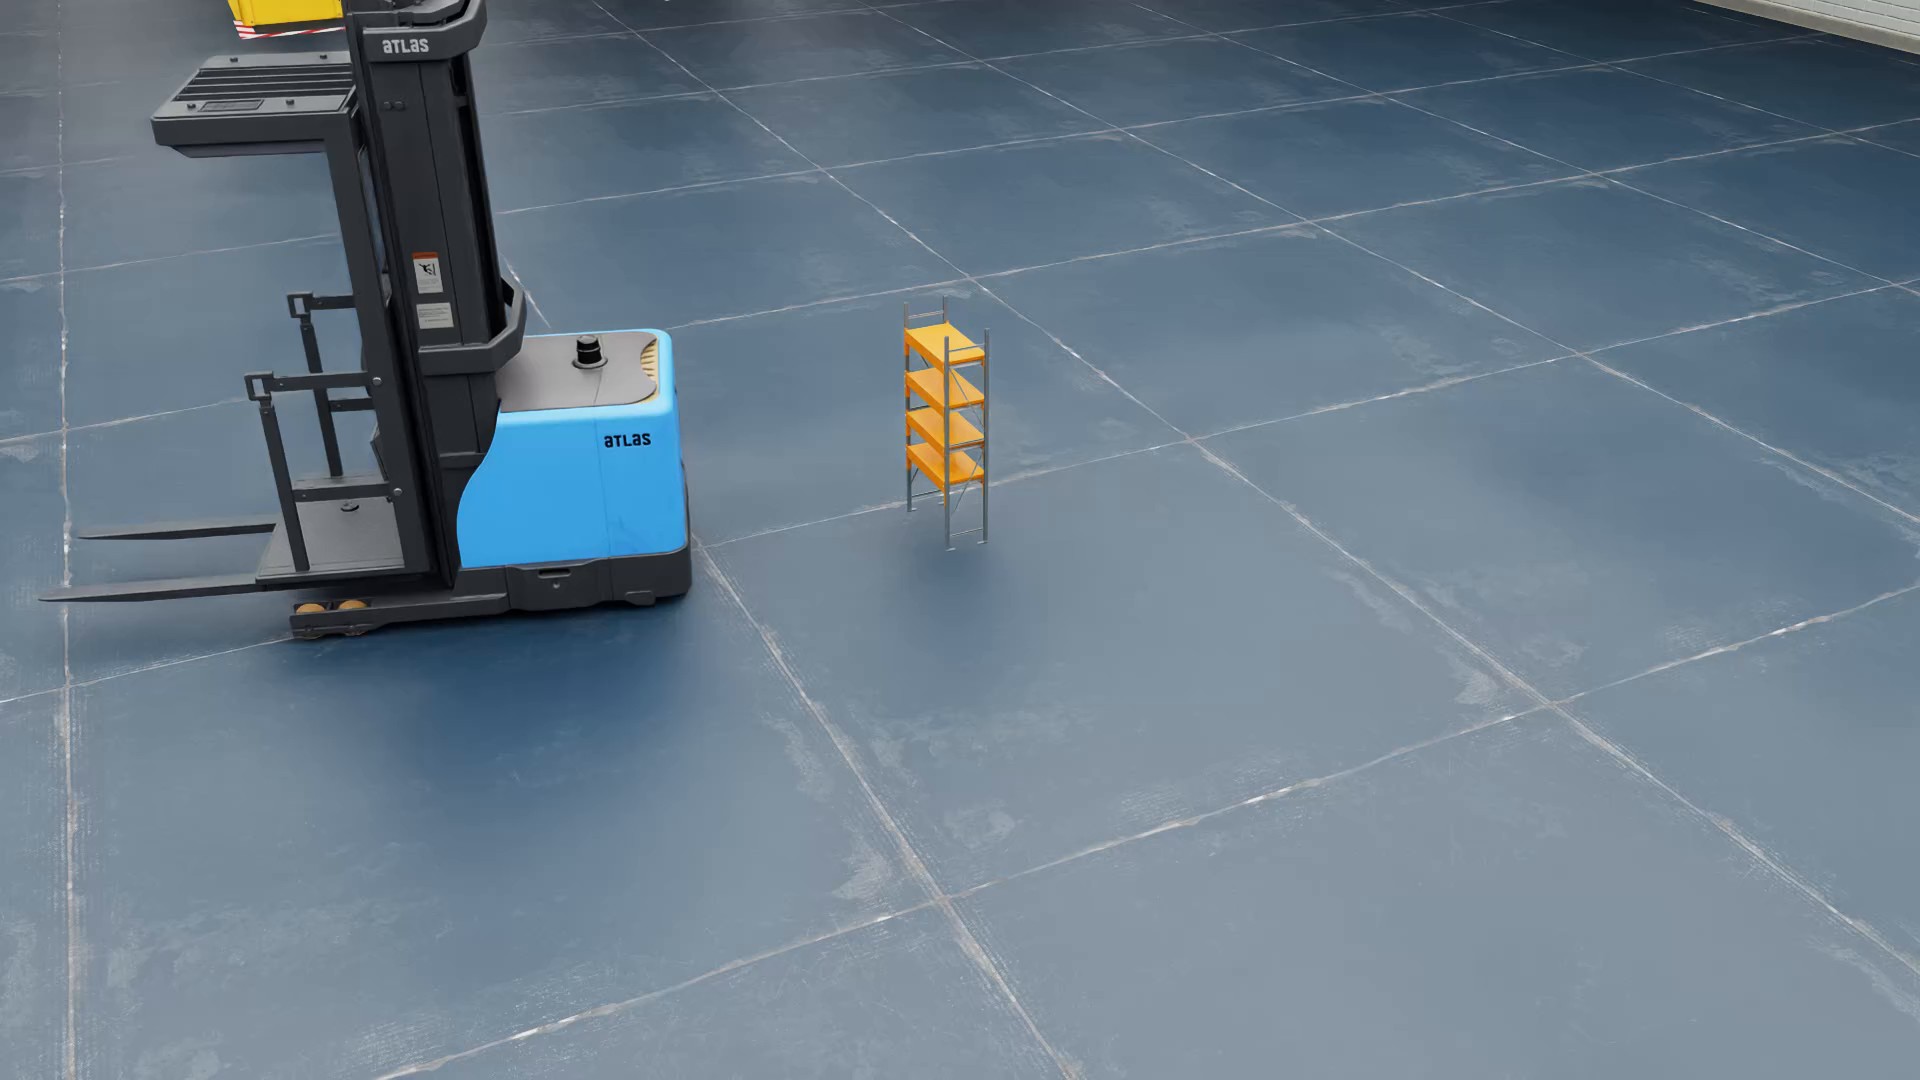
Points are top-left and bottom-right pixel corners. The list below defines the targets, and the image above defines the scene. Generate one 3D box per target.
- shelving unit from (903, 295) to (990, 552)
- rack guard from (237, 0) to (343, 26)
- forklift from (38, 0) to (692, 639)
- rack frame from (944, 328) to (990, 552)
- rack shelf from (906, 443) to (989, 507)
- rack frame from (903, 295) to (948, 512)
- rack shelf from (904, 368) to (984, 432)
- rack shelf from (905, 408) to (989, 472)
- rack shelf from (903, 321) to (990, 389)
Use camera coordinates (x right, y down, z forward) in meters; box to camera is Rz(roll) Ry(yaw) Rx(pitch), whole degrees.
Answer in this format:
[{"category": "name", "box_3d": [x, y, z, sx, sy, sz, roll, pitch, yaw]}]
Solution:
[{"category": "shelving unit", "box_3d": [-0.071, -0.596, 8.587, 0.258, 1.200, 0.503, -13, 32, -22]}, {"category": "rack guard", "box_3d": [-7.934, -6.433, 19.711, 1.175, 0.500, 0.348, -13, 32, -22]}, {"category": "forklift", "box_3d": [-2.887, -1.085, 7.688, 3.031, 2.935, 1.130, -5, 30, -8]}, {"category": "rack frame", "box_3d": [0.034, -0.489, 8.395, 0.240, 1.200, 0.015, -13, 32, -22]}, {"category": "rack shelf", "box_3d": [-0.071, -0.365, 8.717, 0.258, 0.148, 0.480, -13, 32, -22]}, {"category": "rack frame", "box_3d": [-0.176, -0.704, 8.779, 0.240, 1.200, 0.015, -13, 32, -22]}, {"category": "rack shelf", "box_3d": [-0.071, -0.733, 8.510, 0.258, 0.148, 0.480, -13, 32, -22]}, {"category": "rack shelf", "box_3d": [-0.071, -0.538, 8.620, 0.258, 0.148, 0.480, -13, 32, -22]}, {"category": "rack shelf", "box_3d": [-0.071, -0.939, 8.395, 0.258, 0.148, 0.480, -13, 32, -22]}]
